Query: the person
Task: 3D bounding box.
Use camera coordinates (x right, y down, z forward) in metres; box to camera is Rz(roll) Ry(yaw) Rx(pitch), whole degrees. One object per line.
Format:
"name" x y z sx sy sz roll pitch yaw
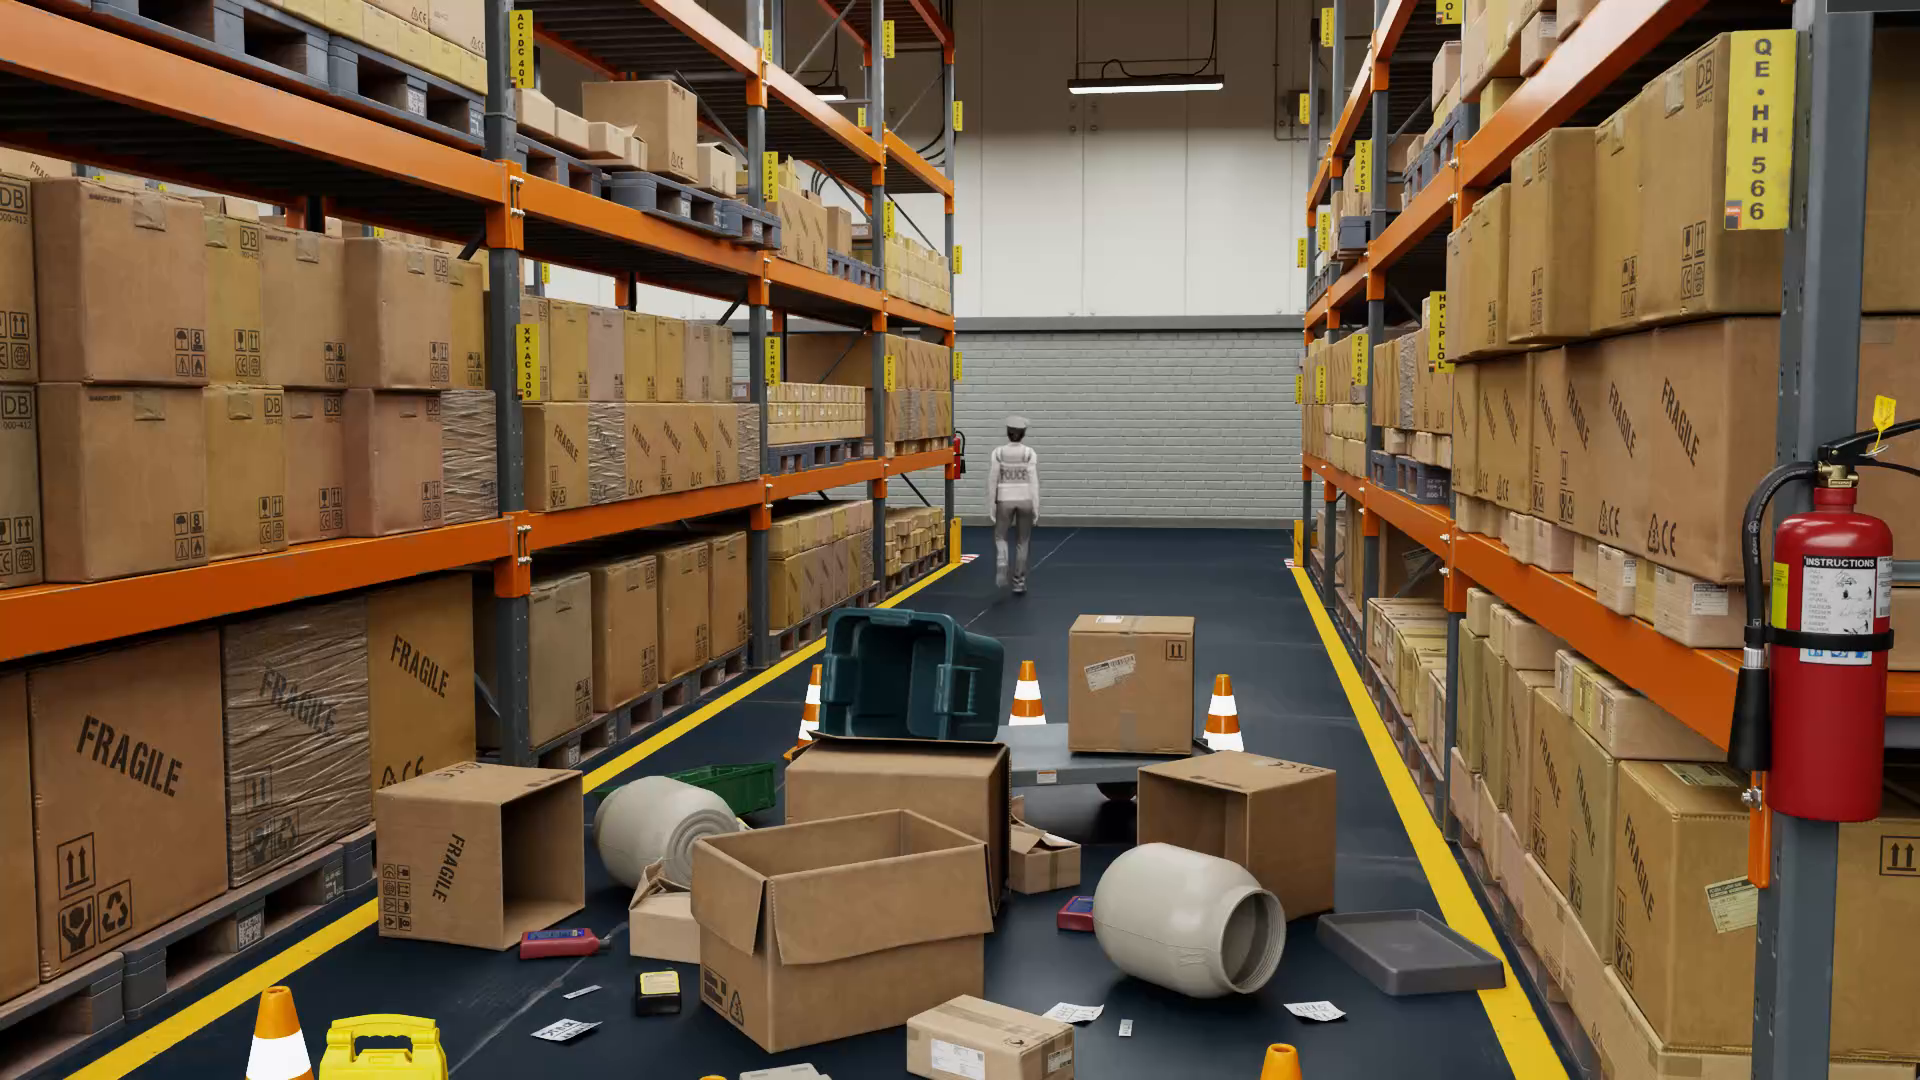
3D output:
"person" 1.268 -1.327 13.632 6.295 2.361 21.617 0 5 6
